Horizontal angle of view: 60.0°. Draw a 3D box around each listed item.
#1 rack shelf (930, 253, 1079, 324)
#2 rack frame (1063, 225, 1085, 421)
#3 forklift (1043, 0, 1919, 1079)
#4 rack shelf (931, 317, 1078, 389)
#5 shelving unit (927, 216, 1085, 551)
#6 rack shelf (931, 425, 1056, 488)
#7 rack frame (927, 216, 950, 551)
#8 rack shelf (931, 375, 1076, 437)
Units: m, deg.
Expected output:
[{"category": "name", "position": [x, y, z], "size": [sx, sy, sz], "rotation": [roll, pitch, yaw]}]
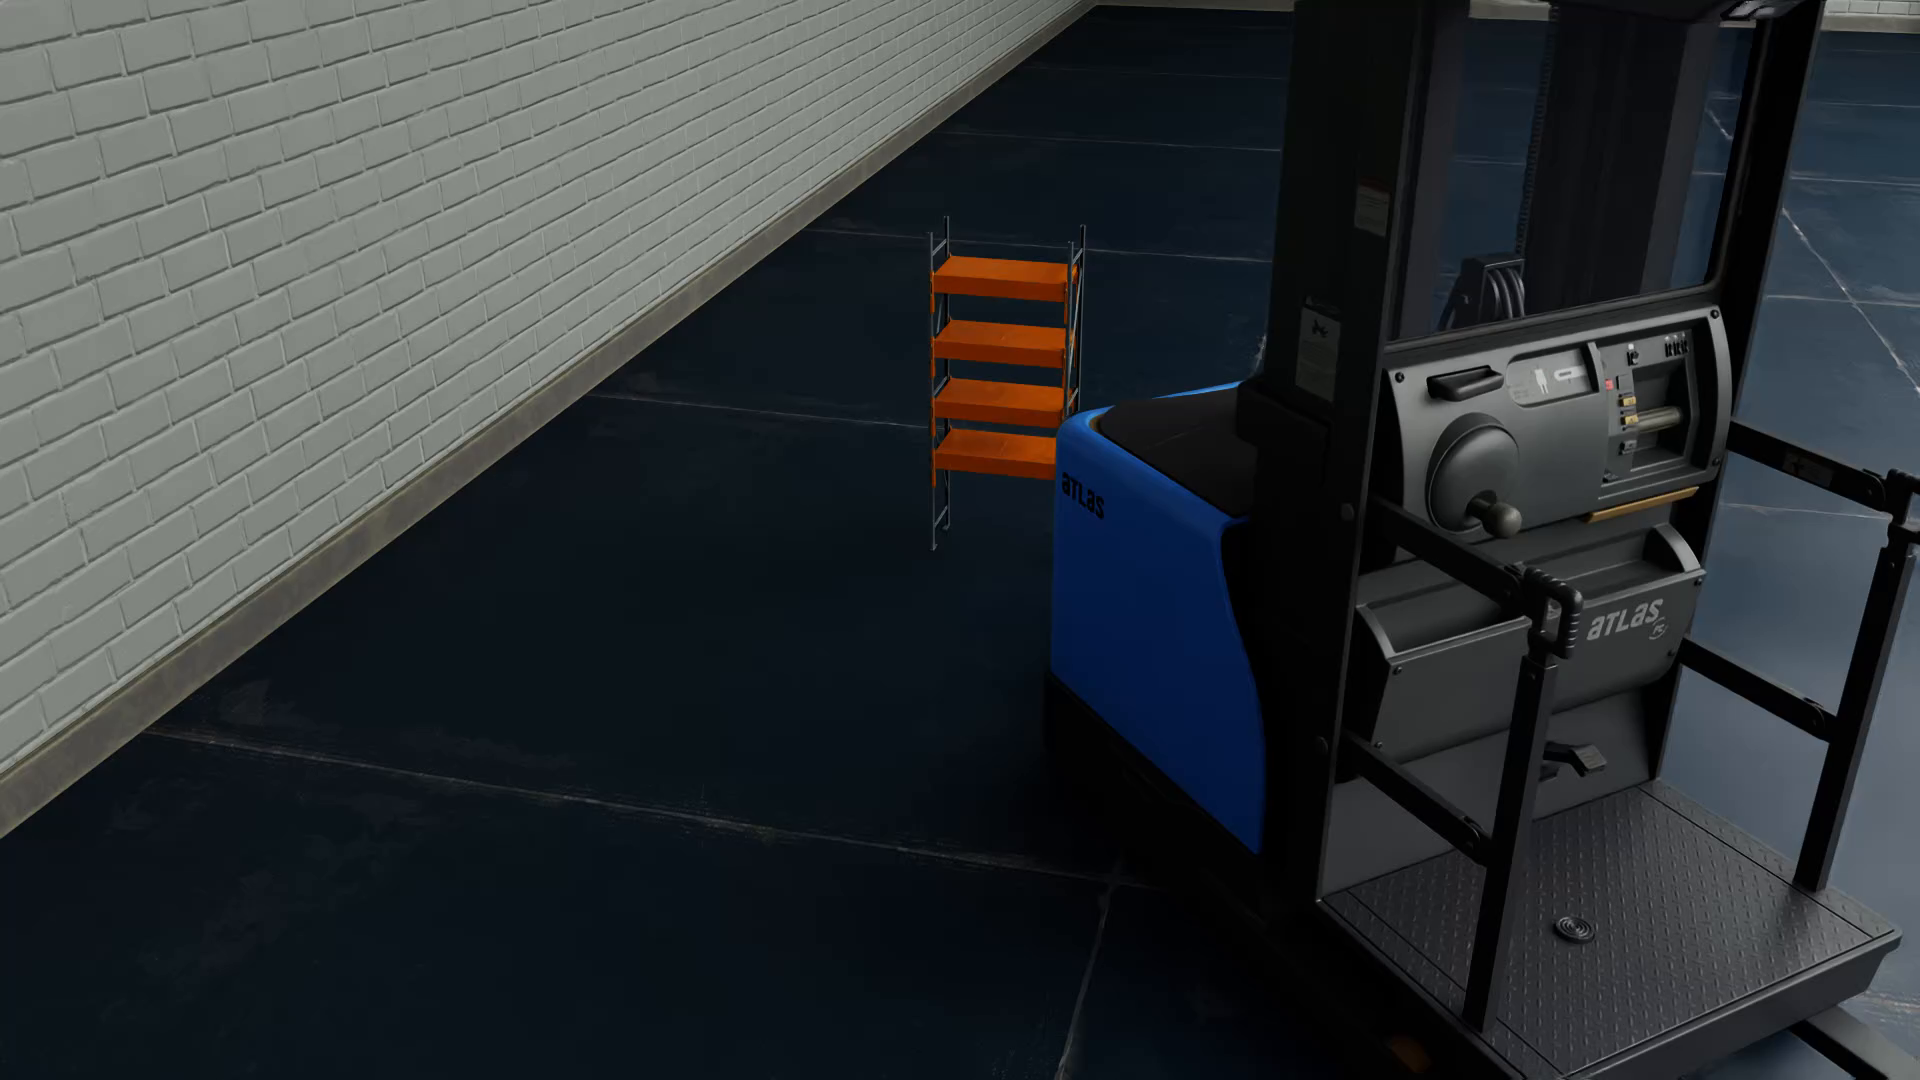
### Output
[{"category": "rack shelf", "position": [0.160, -0.879, 5.786], "size": [0.480, 0.148, 0.258], "rotation": [6, 26, 13]}, {"category": "rack frame", "position": [0.397, -0.498, 5.900], "size": [0.015, 1.200, 0.240], "rotation": [6, 26, 13]}, {"category": "forklift", "position": [1.365, -0.221, 3.304], "size": [1.130, 2.935, 3.031], "rotation": [-12, 28, -24]}, {"category": "rack shelf", "position": [0.160, -0.665, 5.888], "size": [0.480, 0.148, 0.258], "rotation": [6, 26, 13]}, {"category": "shelving unit", "position": [0.160, -0.524, 5.955], "size": [0.503, 1.200, 0.258], "rotation": [6, 26, 13]}, {"category": "rack shelf", "position": [0.160, -0.284, 6.069], "size": [0.480, 0.148, 0.258], "rotation": [6, 26, 13]}, {"category": "rack frame", "position": [-0.076, -0.550, 6.010], "size": [0.015, 1.200, 0.240], "rotation": [6, 26, 13]}, {"category": "rack shelf", "position": [0.160, -0.463, 5.984], "size": [0.480, 0.148, 0.258], "rotation": [6, 26, 13]}]
